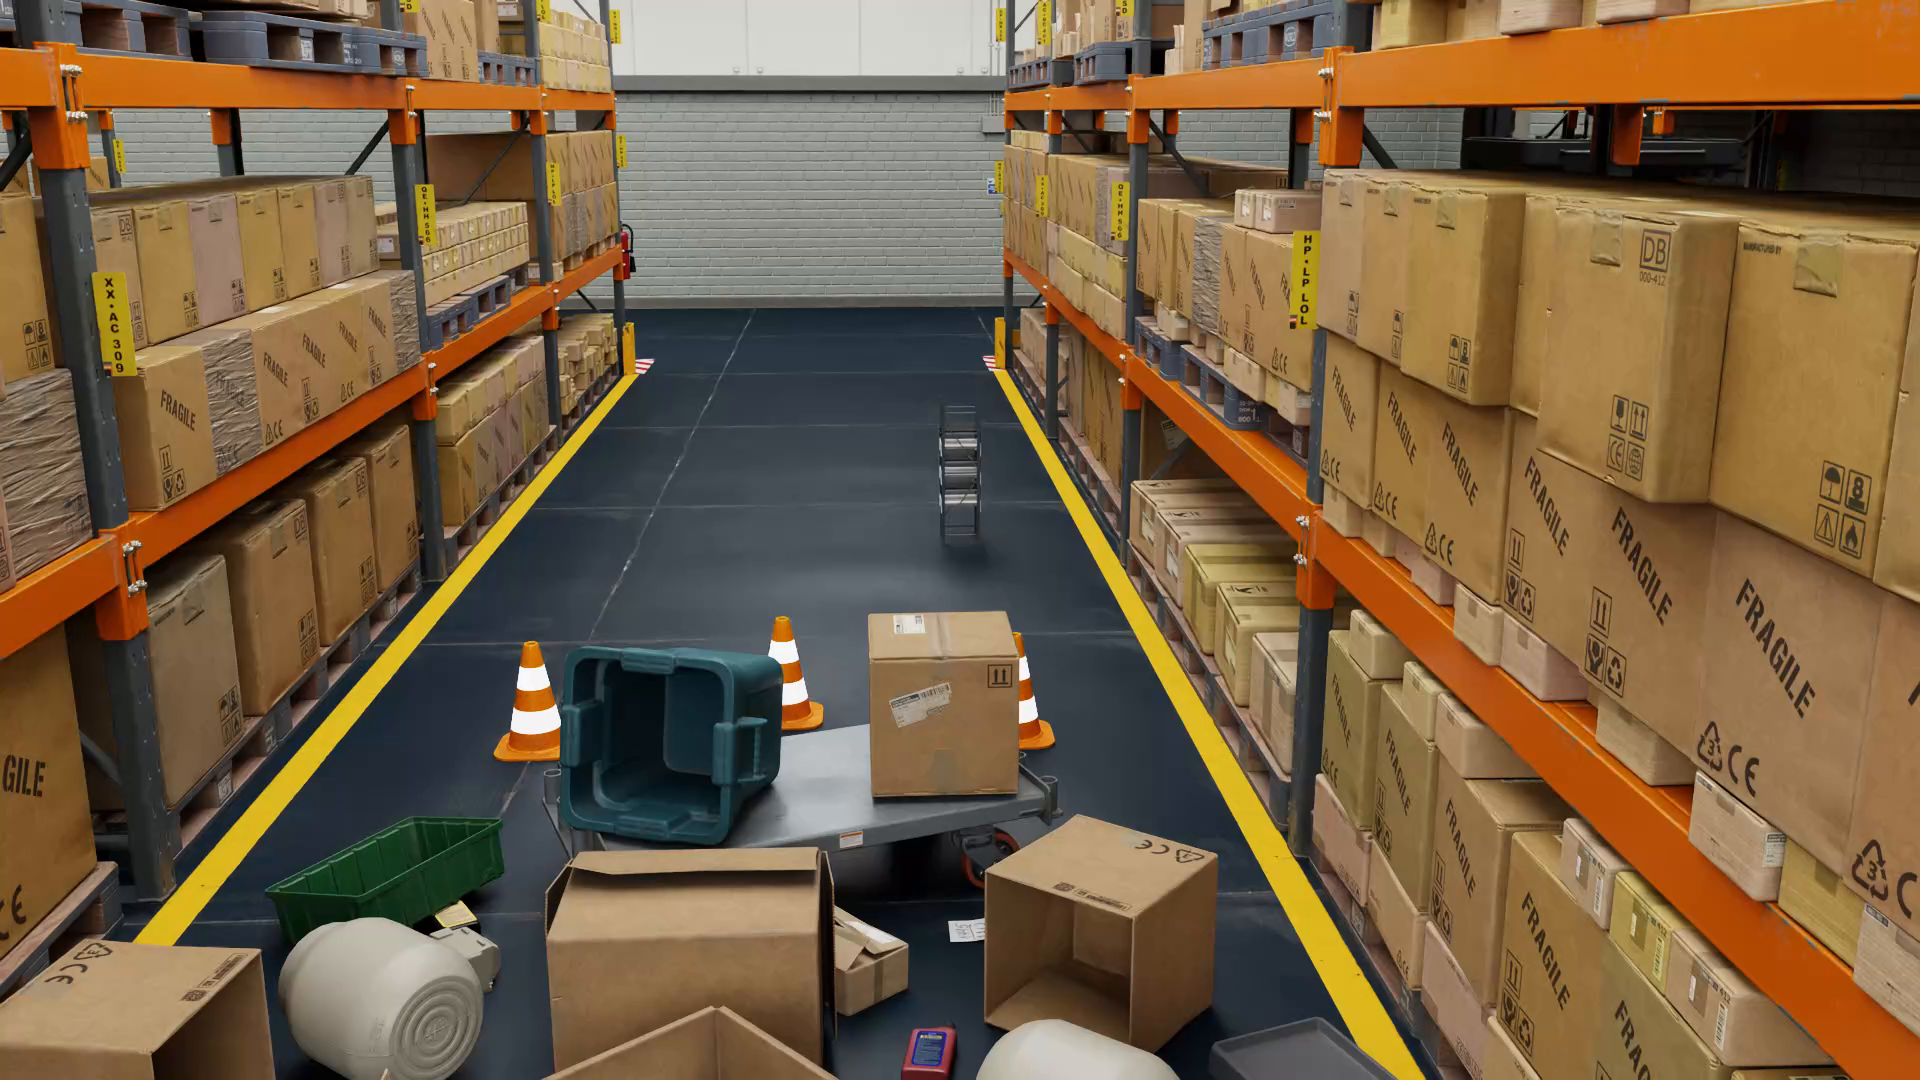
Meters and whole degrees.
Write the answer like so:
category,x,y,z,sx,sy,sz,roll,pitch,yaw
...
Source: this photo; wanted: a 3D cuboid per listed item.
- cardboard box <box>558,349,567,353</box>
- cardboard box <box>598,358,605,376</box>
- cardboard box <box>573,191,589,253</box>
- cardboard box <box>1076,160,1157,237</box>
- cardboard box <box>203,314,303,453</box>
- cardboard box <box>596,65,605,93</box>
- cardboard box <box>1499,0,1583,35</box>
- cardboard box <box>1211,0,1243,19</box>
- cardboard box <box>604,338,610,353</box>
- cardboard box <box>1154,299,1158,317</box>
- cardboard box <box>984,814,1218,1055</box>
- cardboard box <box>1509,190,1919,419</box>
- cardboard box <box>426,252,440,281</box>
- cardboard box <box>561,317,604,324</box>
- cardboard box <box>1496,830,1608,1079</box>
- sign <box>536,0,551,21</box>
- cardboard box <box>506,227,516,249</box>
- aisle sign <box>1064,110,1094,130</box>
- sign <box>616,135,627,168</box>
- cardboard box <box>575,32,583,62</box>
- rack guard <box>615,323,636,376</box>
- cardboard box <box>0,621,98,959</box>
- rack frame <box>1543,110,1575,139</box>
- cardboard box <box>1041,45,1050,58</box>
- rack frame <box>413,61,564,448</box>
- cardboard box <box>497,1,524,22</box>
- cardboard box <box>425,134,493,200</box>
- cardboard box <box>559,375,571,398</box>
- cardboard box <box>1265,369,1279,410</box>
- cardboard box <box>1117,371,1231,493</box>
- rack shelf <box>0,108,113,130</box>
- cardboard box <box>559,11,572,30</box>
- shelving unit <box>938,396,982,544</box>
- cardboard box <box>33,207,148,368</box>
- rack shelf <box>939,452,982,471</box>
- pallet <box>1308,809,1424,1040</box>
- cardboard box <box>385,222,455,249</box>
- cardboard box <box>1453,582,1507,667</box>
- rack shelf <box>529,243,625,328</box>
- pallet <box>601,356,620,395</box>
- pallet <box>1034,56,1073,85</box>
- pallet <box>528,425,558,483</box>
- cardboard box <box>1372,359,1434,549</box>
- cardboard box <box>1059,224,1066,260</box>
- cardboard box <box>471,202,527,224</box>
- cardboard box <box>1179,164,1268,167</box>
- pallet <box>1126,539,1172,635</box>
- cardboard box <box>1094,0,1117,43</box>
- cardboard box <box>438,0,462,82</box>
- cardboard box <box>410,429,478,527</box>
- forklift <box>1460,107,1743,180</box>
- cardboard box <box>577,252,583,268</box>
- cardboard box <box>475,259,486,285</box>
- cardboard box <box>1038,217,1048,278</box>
category,x,y,z,sx,sy,sz,roll,pitch,yaw
cardboard box,-3.558,-1.535,14.155,0.380,0.149,0.250,-1,14,-4
cardboard box,-3.574,-1.640,15.759,0.380,0.149,0.250,-2,15,-6
cardboard box,-3.533,-2.772,14.481,0.500,0.500,0.500,-1,14,-5
cardboard box,1.080,-2.344,11.411,0.500,0.500,0.500,-1,14,-4
cardboard box,-3.049,-0.647,6.820,0.500,0.500,0.500,-1,14,-4
cardboard box,-3.637,-4.342,15.665,0.500,0.250,0.500,-1,14,-3
cardboard box,1.476,-1.243,3.822,0.380,0.149,0.250,-1,14,-5
cardboard box,1.584,-2.434,7.739,0.797,0.503,0.637,-1,14,-3
cardboard box,-3.617,-1.909,16.207,0.380,0.149,0.250,-1,15,-6
cardboard box,1.296,-1.308,9.252,0.380,0.149,0.250,-2,15,-7
cardboard box,0.418,1.182,4.925,0.500,0.500,0.500,10,18,35
cardboard box,1.657,-0.498,3.639,0.700,0.500,0.500,-1,14,-4
cardboard box,-3.321,-1.625,9.887,0.380,0.149,0.250,0,14,-1
cardboard box,-3.724,-2.118,16.422,0.380,0.149,0.250,-1,14,-2
cardboard box,1.587,0.994,3.813,0.500,0.500,0.500,-1,14,-5
sign,-3.167,-4.107,12.619,0.100,0.325,0.005,-1,14,-3
cardboard box,-3.469,-2.206,12.144,0.380,0.149,0.250,0,14,-1
aisle sign,1.271,-4.581,17.095,0.394,0.787,0.004,-1,14,-3
sign,-3.413,-3.915,16.766,0.100,0.325,0.005,-1,14,-3
cardboard box,-3.604,-4.329,14.611,0.500,0.250,0.500,-2,15,-6
rack guard,-3.964,-1.969,17.174,1.175,0.500,0.348,-1,14,-3
cardboard box,-3.256,0.769,4.937,0.875,0.875,0.875,-1,14,-3
rack frame,5.920,-3.377,17.632,1.000,3.000,0.127,-1,14,-3
cardboard box,0.855,-4.098,13.641,0.396,0.266,0.258,0,14,-2
rack frame,-3.721,-2.203,13.070,1.000,3.000,0.127,-1,14,-3
cardboard box,-3.497,-4.095,12.898,0.380,0.149,0.250,-1,14,-4
cardboard box,-4.020,-2.993,13.334,0.500,0.500,0.500,-1,14,-5
cardboard box,-3.424,-1.265,13.705,0.380,0.149,0.250,0,14,-1
cardboard box,1.403,-0.586,6.447,0.380,0.149,0.250,-1,14,-5
cardboard box,1.502,-0.657,10.483,0.875,0.875,0.875,-1,14,-4
rack shelf,-8.801,-3.754,14.519,1.077,0.370,4.000,-1,14,-3
cardboard box,-3.530,-4.422,14.172,0.380,0.149,0.250,0,14,-1
shelving unit,0.000,-0.438,10.422,0.258,0.900,0.210,-1,14,-3
cardboard box,-3.262,-0.870,5.679,0.700,0.500,0.500,-1,14,-4
rack shelf,0.000,-0.493,10.408,0.258,0.077,0.200,-1,14,-3
pallet,1.786,1.202,5.432,1.003,0.211,1.213,-1,14,-3
cardboard box,-3.354,-1.890,10.320,0.380,0.149,0.250,-1,15,-6
cardboard box,1.479,0.208,4.202,0.380,0.149,0.250,-1,14,-3
rack shelf,-3.845,-2.352,15.093,1.077,0.370,4.000,-1,14,-3
pallet,-3.949,-1.626,16.423,1.003,0.211,1.213,-1,14,-3
pallet,1.173,-3.918,13.893,1.003,0.211,1.213,-1,14,-3
pallet,-3.671,-0.659,12.665,1.003,0.211,1.213,-1,14,-3
cardboard box,1.513,-0.269,4.756,0.500,0.500,0.500,-1,14,-4
cardboard box,1.020,-2.231,12.476,0.500,0.250,0.500,-1,14,-3
cardboard box,-3.501,-2.476,12.598,0.380,0.149,0.250,0,14,-1
cardboard box,1.635,-2.092,10.431,0.500,0.500,0.500,-1,14,-3
pallet,1.508,0.235,9.190,1.003,0.211,1.213,-1,14,-3
cardboard box,1.211,-3.258,10.105,0.700,0.500,0.500,-2,15,-6
cardboard box,-3.281,-2.980,9.868,0.500,0.500,0.500,-1,14,-3
cardboard box,-3.262,-0.381,10.162,0.500,0.500,0.500,-2,15,-6
forklift,3.136,-0.990,8.493,1.130,2.935,3.031,-1,14,-3
cardboard box,-3.542,-2.484,14.665,0.380,0.149,0.250,0,14,-1
cardboard box,-3.398,-1.799,11.160,0.380,0.149,0.250,-1,14,-5
cardboard box,0.930,-2.465,13.885,0.500,0.500,0.500,-1,14,-3
